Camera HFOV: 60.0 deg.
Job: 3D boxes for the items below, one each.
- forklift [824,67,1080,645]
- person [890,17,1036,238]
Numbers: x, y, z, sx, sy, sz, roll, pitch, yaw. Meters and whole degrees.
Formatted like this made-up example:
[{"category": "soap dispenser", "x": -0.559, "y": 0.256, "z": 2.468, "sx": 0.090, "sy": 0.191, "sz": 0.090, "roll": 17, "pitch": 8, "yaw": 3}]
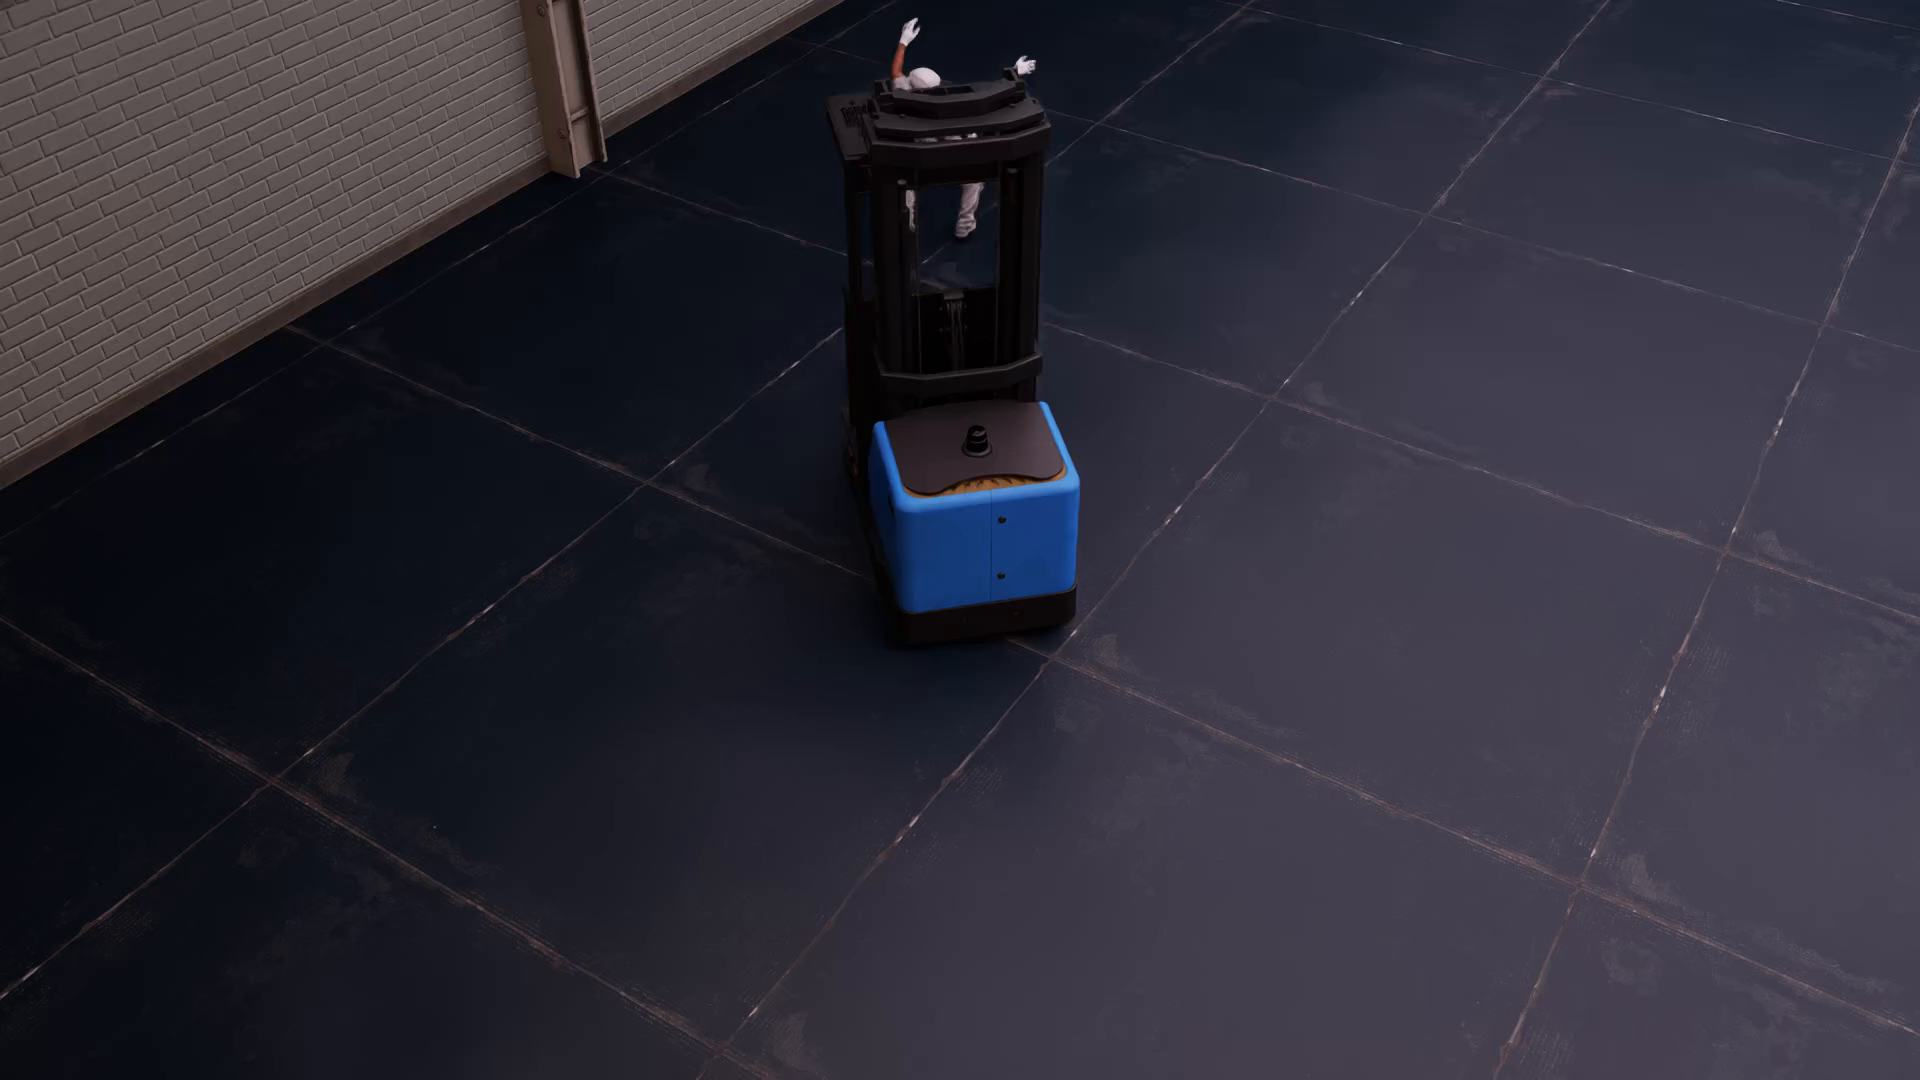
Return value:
[{"category": "forklift", "x": -0.139, "y": -1.483, "z": 9.717, "sx": 1.130, "sy": 2.935, "sz": 3.031, "roll": -8, "pitch": 41, "yaw": -9}, {"category": "person", "x": 0.036, "y": -3.033, "z": 12.533, "sx": 1.091, "sy": 1.626, "sz": 0.699, "roll": -2, "pitch": 40, "yaw": -3}]
